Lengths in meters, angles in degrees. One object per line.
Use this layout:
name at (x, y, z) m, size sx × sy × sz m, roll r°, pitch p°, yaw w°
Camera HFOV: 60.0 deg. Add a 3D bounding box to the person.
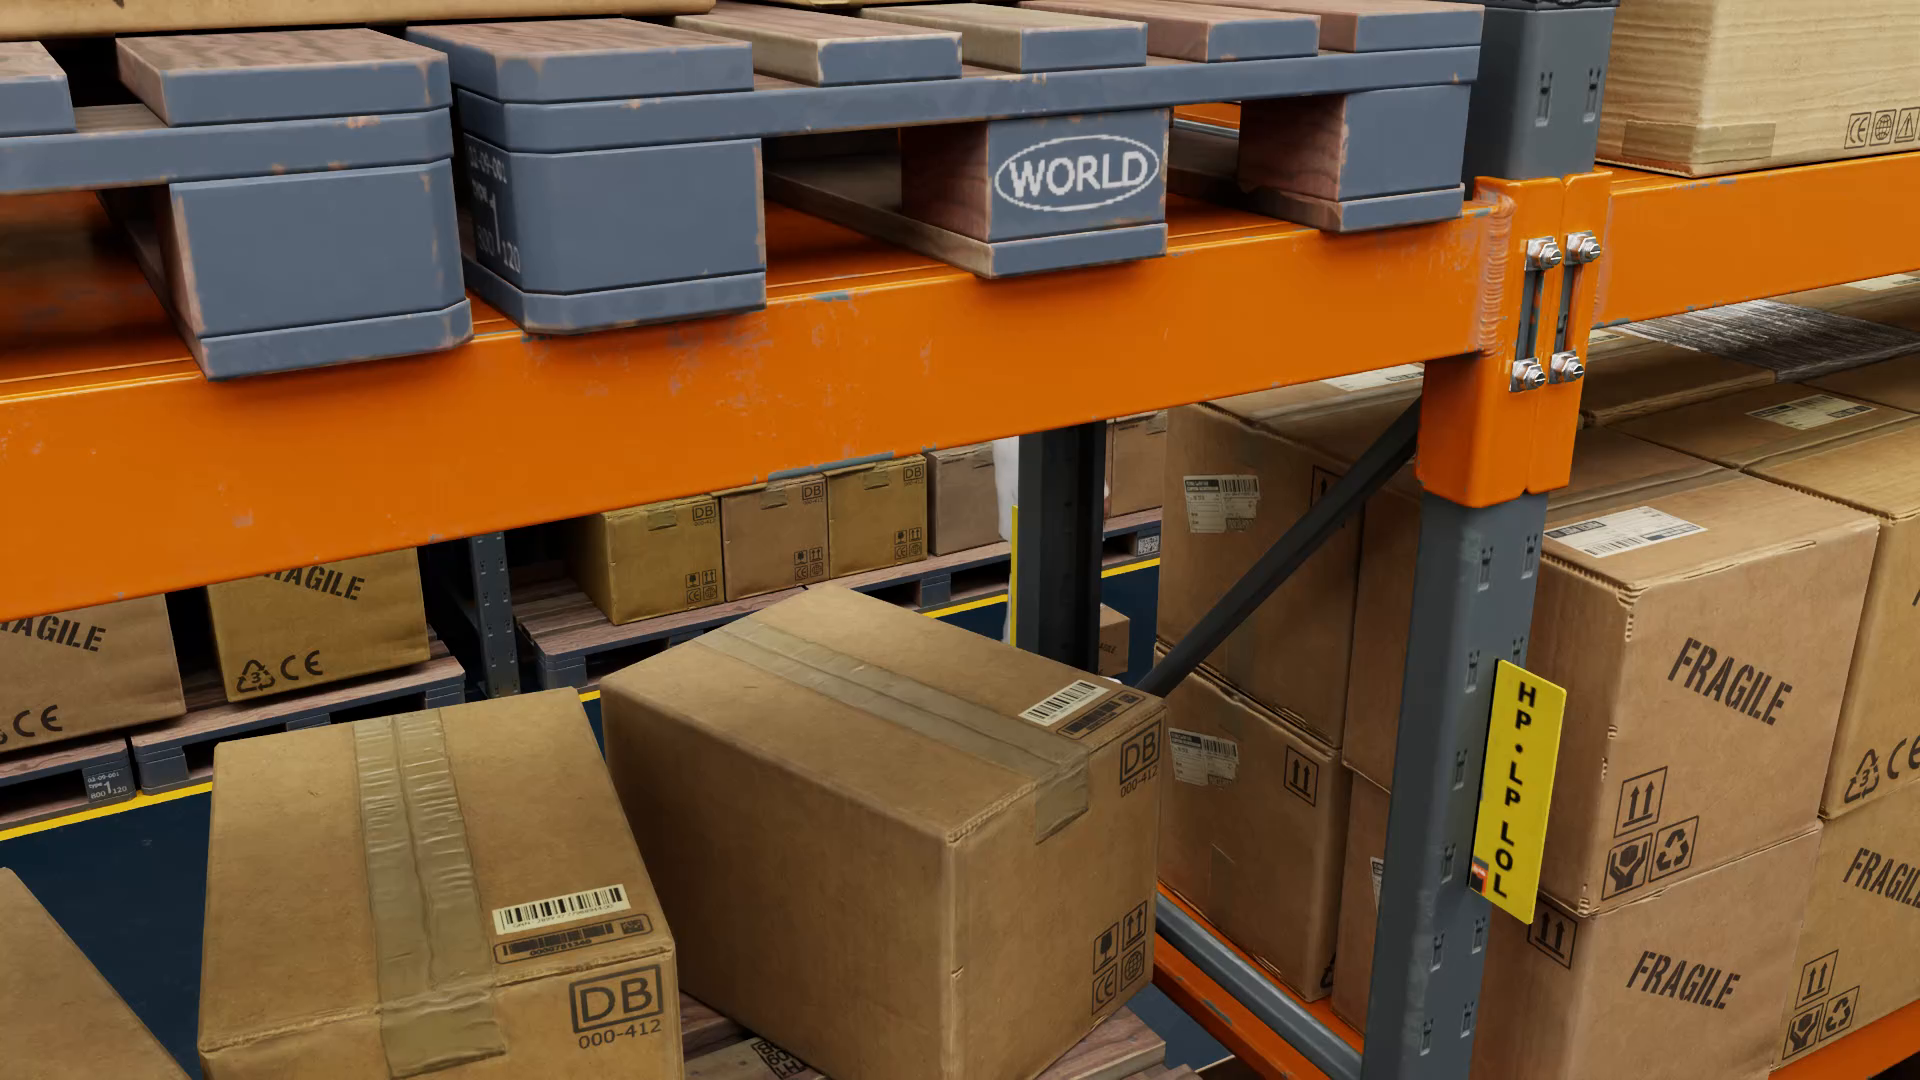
person at (0.353, -0.225, 6.680) m, size 0.426 × 1.774 × 0.654 m, roll -14°, pitch 26°, yaw -32°
